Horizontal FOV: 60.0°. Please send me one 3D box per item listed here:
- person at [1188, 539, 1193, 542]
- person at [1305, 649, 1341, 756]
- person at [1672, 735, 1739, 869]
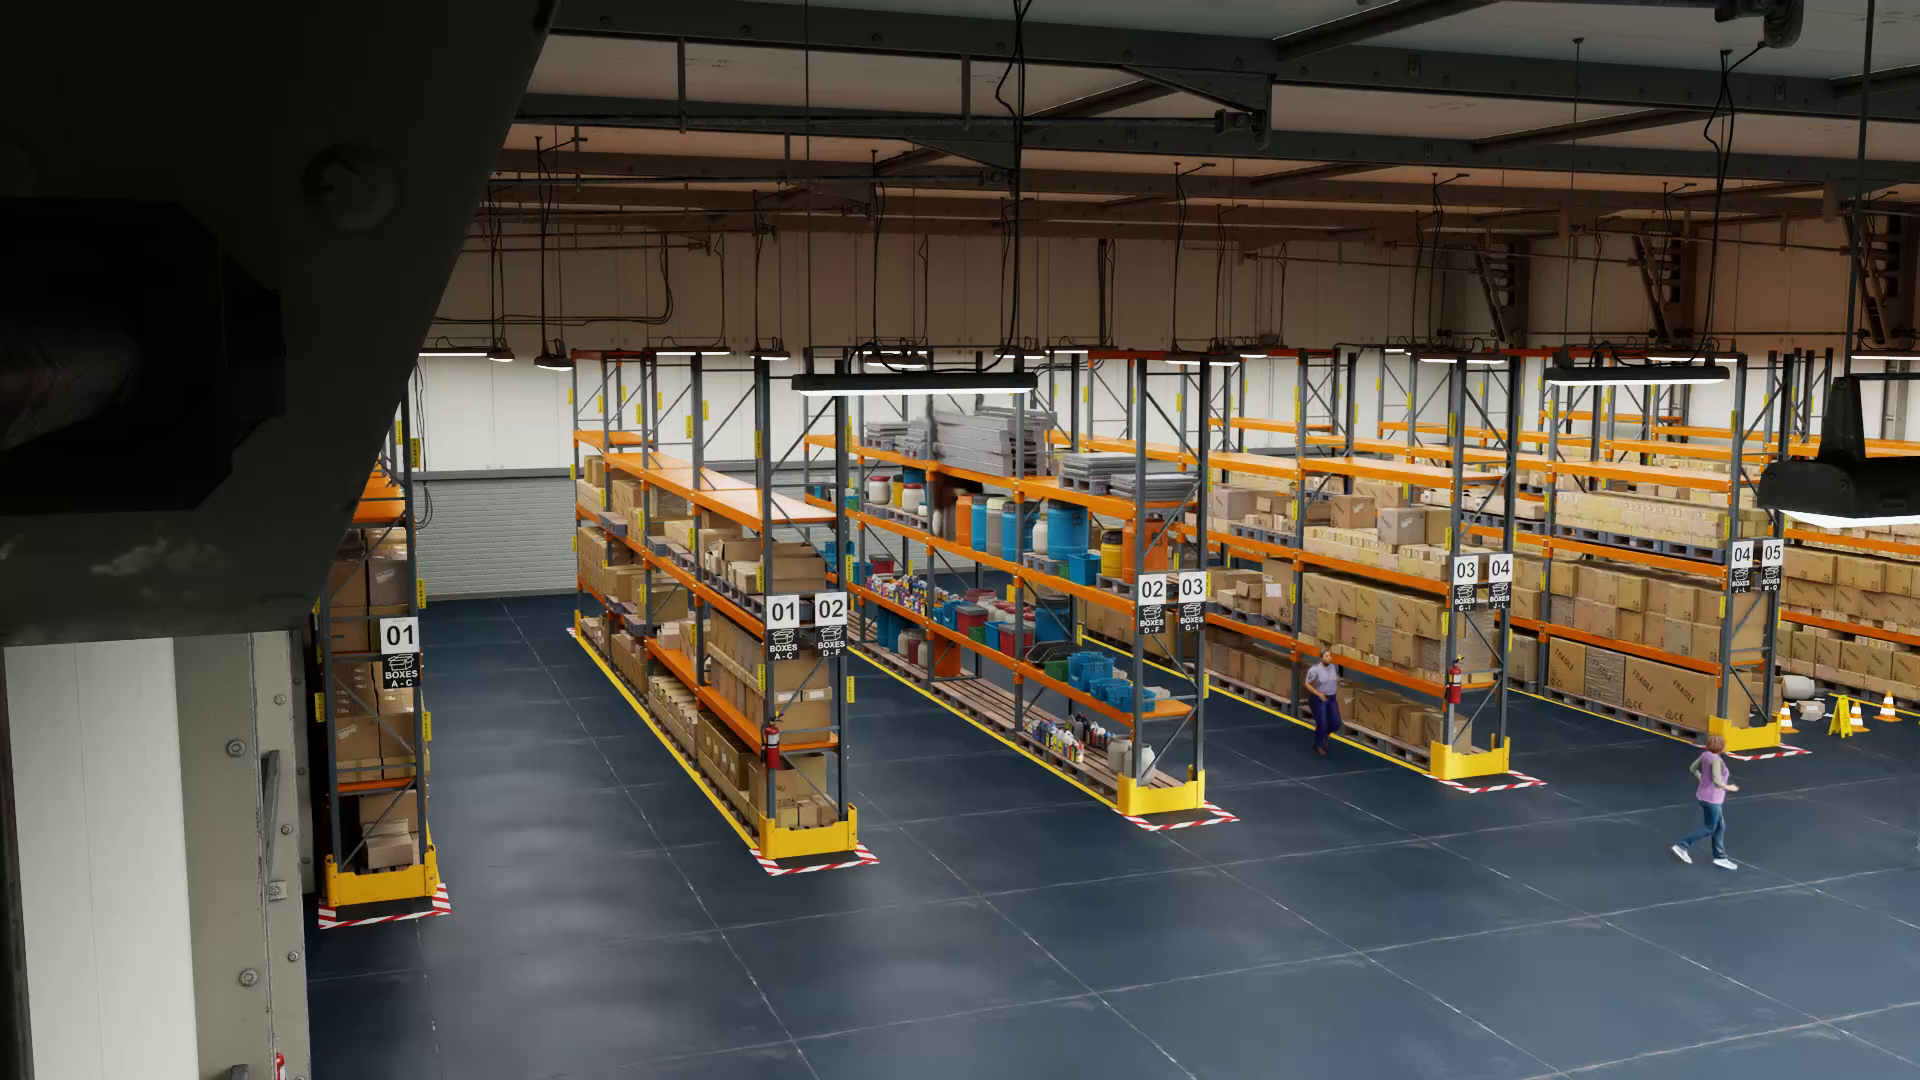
[{"bbox_3d":[5.238,0.780,38.287,0.636,1.627,0.500,-3,8,-20],"label":"person"},{"bbox_3d":[5.467,2.440,25.017,0.609,1.600,0.546,-3,8,-22],"label":"person"},{"bbox_3d":[8.853,3.101,19.706,0.770,1.613,0.565,1,7,7],"label":"person"}]
